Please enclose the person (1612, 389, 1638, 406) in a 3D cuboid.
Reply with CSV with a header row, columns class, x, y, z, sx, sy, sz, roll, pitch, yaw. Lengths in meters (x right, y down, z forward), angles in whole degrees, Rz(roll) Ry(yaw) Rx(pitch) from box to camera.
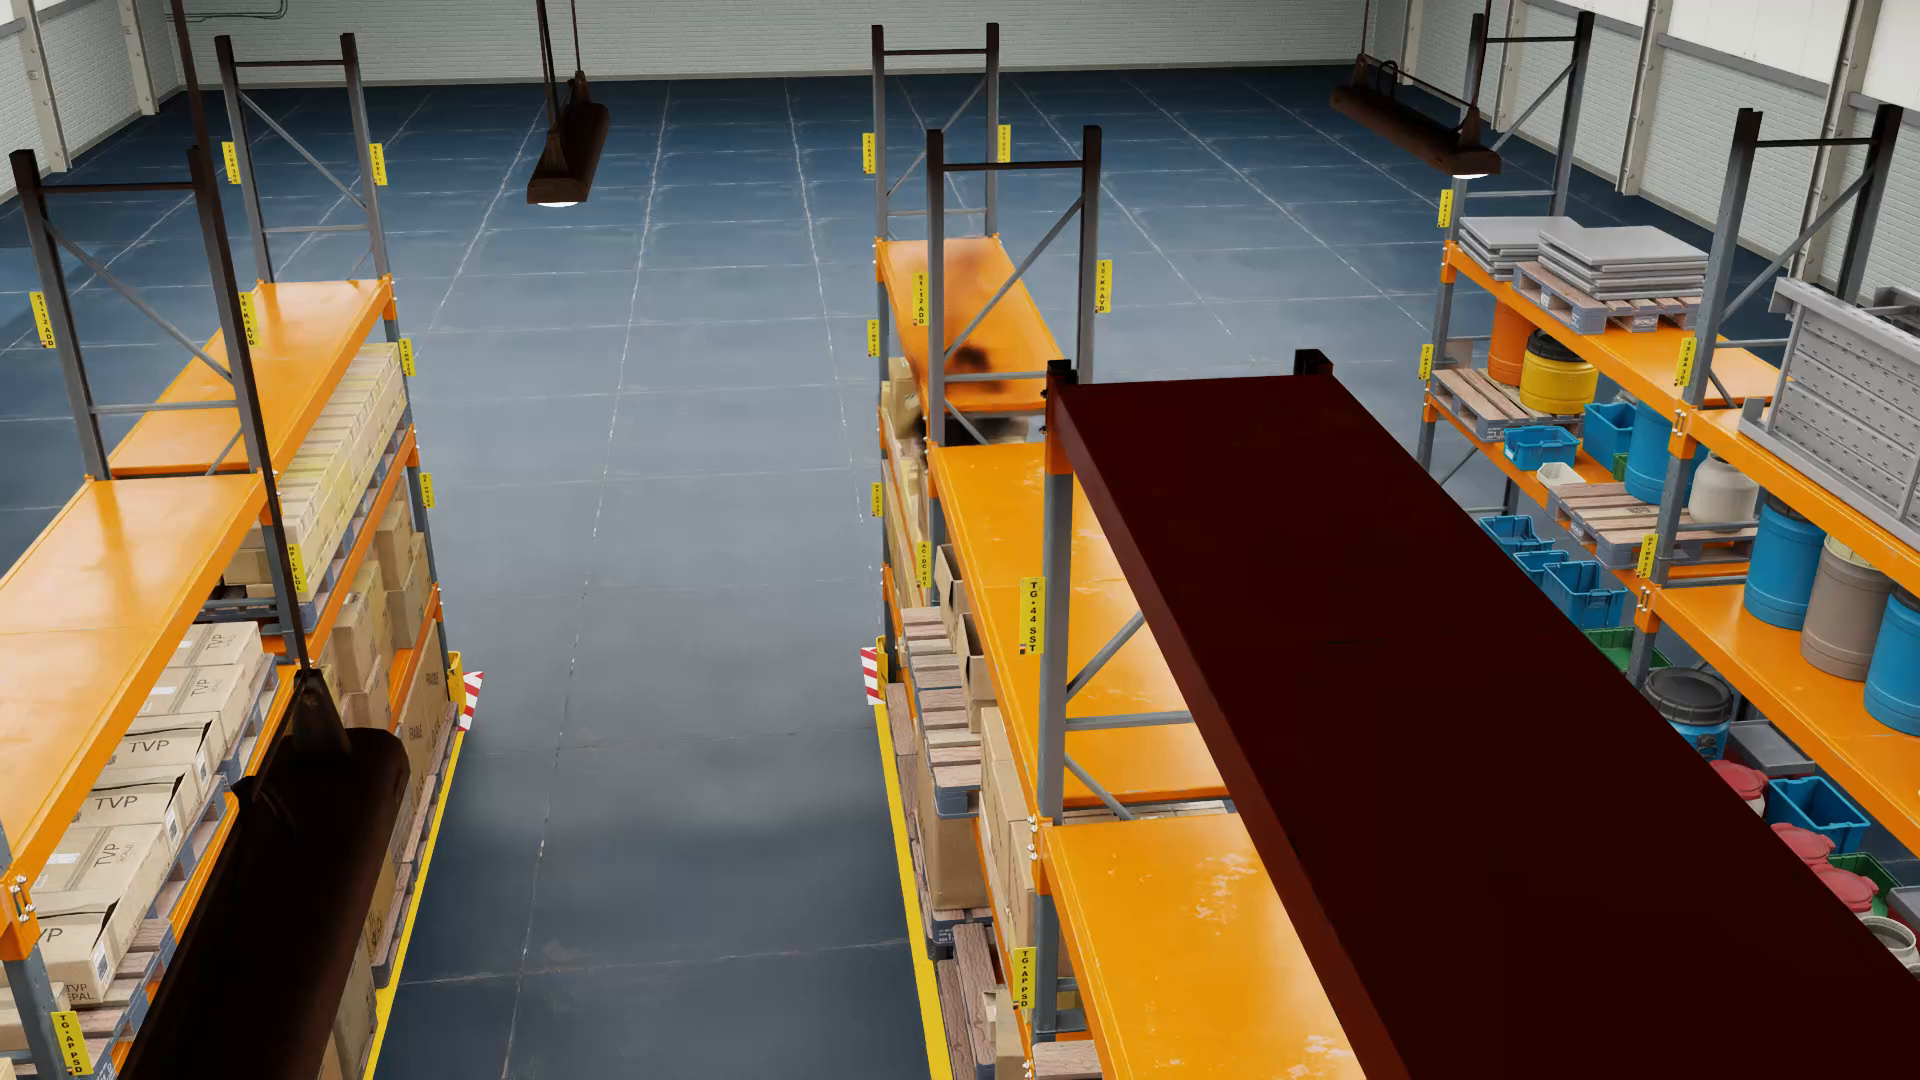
class,x,y,z,sx,sy,sz,roll,pitch,yaw
person,7.183,-0.863,18.391,0.654,1.678,0.623,11,28,22
